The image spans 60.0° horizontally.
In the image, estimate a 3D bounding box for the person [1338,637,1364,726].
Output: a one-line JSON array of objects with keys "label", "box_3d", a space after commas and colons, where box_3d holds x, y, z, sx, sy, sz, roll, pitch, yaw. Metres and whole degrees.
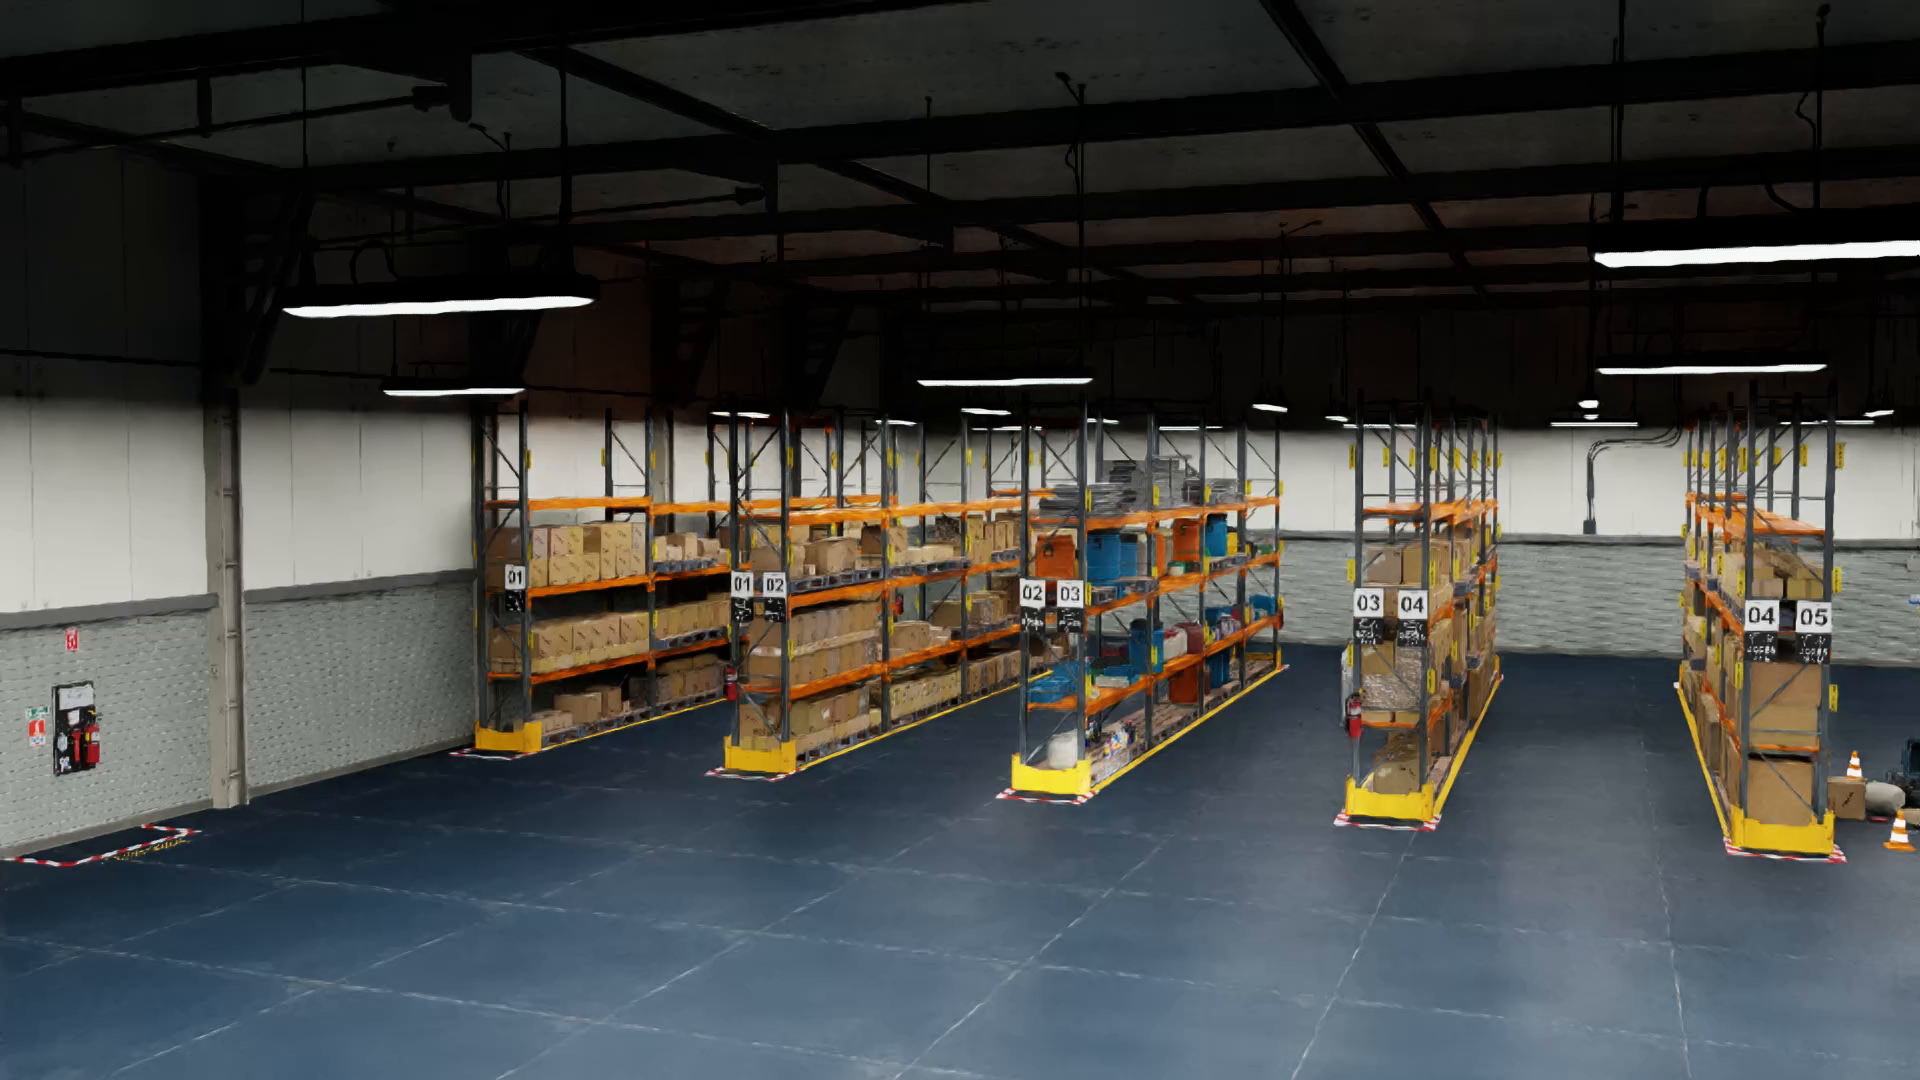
[{"label": "person", "box_3d": [7.407, 2.628, 31.206, 0.540, 1.676, 1.130, 1, 3, 19]}]

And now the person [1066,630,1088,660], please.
[{"label": "person", "box_3d": [2.648, 2.354, 37.895, 0.497, 1.583, 1.090, 1, 3, 23]}]
